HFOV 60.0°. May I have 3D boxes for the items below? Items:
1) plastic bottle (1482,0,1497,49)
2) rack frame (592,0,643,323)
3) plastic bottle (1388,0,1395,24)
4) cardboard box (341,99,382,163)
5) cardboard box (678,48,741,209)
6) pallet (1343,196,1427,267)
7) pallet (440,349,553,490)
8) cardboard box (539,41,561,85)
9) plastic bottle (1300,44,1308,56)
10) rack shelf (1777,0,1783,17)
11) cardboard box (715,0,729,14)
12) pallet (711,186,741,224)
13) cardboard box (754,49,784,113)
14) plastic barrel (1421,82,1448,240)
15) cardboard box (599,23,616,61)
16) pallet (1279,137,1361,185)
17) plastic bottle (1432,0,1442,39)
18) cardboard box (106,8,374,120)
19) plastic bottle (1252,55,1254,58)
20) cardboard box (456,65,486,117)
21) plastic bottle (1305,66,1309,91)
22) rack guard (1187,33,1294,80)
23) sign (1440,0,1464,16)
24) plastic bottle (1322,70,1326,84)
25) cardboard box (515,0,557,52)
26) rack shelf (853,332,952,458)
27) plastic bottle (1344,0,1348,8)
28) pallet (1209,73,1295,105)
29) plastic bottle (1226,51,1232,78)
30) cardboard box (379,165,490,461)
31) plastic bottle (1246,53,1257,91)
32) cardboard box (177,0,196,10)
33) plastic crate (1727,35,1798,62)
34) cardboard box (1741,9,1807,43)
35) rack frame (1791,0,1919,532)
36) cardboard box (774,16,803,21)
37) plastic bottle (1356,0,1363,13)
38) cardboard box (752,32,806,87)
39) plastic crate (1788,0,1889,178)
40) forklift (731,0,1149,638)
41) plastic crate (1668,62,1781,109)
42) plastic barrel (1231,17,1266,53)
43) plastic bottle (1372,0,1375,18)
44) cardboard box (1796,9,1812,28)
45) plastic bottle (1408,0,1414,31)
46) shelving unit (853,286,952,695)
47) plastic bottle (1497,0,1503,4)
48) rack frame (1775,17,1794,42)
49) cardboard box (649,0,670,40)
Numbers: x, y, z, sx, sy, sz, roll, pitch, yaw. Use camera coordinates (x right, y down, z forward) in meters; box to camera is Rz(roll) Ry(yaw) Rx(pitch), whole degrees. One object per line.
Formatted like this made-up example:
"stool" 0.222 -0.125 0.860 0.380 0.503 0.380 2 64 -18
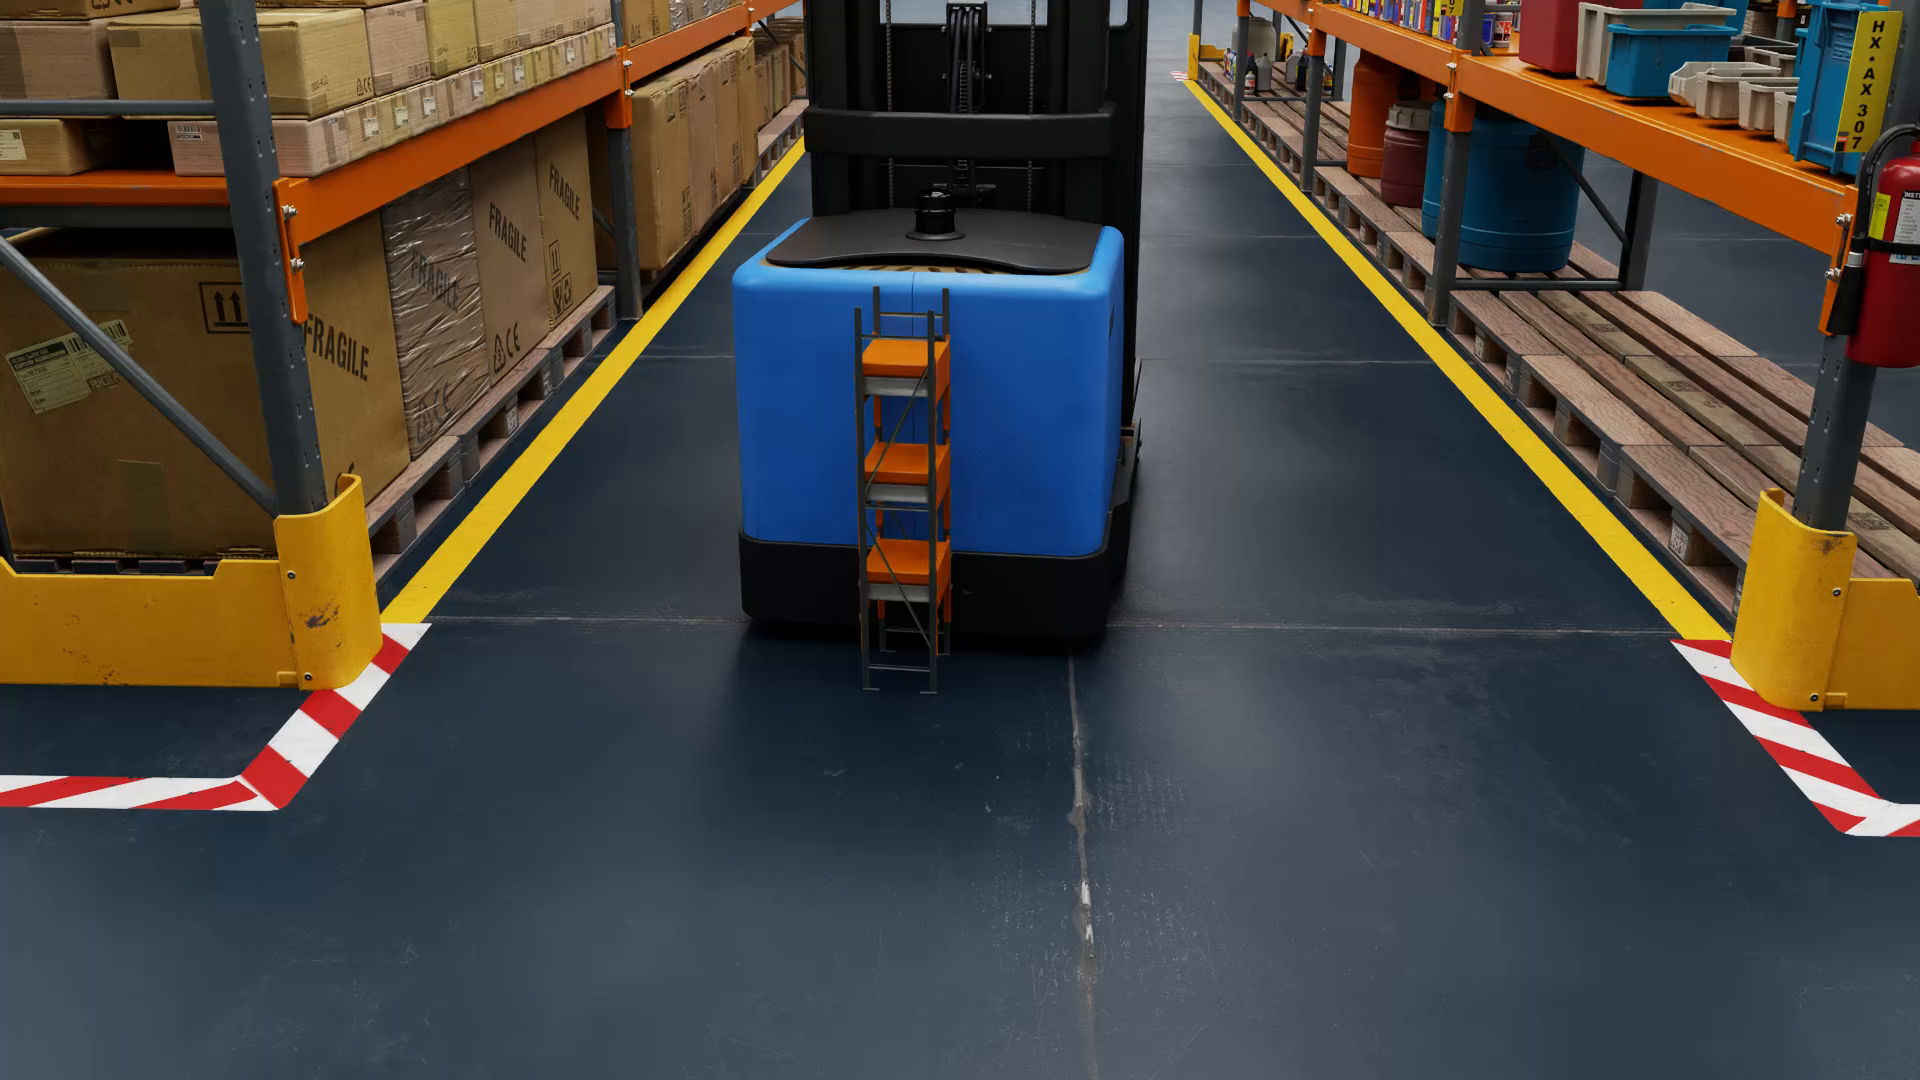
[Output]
"plastic bottle" 2.528 -2.549 8.122 0.152 0.276 0.135 1 21 2
"rack frame" -2.112 -2.515 7.864 1.000 3.000 0.127 1 21 2
"plastic bottle" 2.573 -3.172 9.625 0.144 0.351 0.185 1 21 2
"cardboard box" -1.887 -1.169 4.743 0.380 0.149 0.250 0 21 1
"cardboard box" -2.067 -2.595 10.427 1.225 0.875 0.875 1 21 2
"pallet" 2.938 -1.881 10.086 1.003 0.211 1.213 1 21 2
"pallet" -2.248 -0.499 6.522 1.003 0.211 1.213 1 21 2
"cardboard box" -1.825 -1.912 6.657 0.380 0.149 0.250 1 21 3
"plastic bottle" 3.546 -4.900 17.064 0.144 0.351 0.185 2 21 4
"rack shelf" 8.094 -5.685 17.028 1.077 0.370 4.000 1 21 2
"cardboard box" -1.779 -3.646 10.642 0.500 0.500 0.500 0 21 1
"pallet" -2.090 -2.377 11.363 1.003 0.211 1.213 1 21 2
"cardboard box" -1.942 -4.053 14.676 0.700 0.500 0.500 1 21 1
"plastic barrel" 2.894 -2.131 9.193 0.600 0.901 0.708 1 21 2
"cardboard box" -1.794 -2.284 7.616 0.380 0.149 0.250 1 21 2
"pallet" 3.023 -2.886 12.676 1.003 0.211 1.213 1 21 2
"plastic bottle" 2.540 -2.773 8.598 0.144 0.351 0.185 1 21 2
"cardboard box" -1.949 -1.308 4.549 0.500 0.250 0.500 0 21 0
"plastic bottle" 2.933 -4.722 16.699 0.061 0.283 0.133 1 21 2
"cardboard box" -1.856 -1.541 5.702 0.380 0.149 0.250 0 21 1
"plastic bottle" 3.406 -4.520 16.179 0.061 0.283 0.133 1 21 2
"rack guard" 3.249 -5.606 19.286 1.175 0.500 0.348 1 21 2
"sign" 2.289 -2.596 7.691 0.100 0.325 0.005 1 21 2
"plastic bottle" 3.536 -4.437 16.079 0.097 0.201 0.097 0 21 0
"cardboard box" -1.892 -2.049 6.460 0.500 0.250 0.500 1 21 3
"rack shelf" -0.145 -0.378 4.297 0.215 0.259 0.240 3 21 8
"plastic bottle" 2.593 -3.652 10.973 0.097 0.271 0.097 0 21 0
"pallet" 3.179 -4.738 17.447 1.003 0.211 1.213 1 21 2
"plastic bottle" 2.827 -4.956 17.320 0.097 0.271 0.097 0 21 0
"cardboard box" -2.266 -0.835 5.892 0.875 0.875 0.875 1 21 2
"plastic bottle" 2.814 -4.559 16.186 0.144 0.351 0.185 0 21 0
"cardboard box" -2.468 -1.499 5.042 0.500 0.250 0.500 0 21 1
"plastic crate" 3.073 -1.953 6.712 0.437 0.125 0.590 1 21 2
"cardboard box" 7.856 -4.911 16.224 0.500 0.500 0.500 1 21 2
"rack frame" 2.717 -1.014 3.996 1.000 3.000 0.127 1 21 2
"cardboard box" -1.783 -5.659 18.841 0.500 0.500 0.500 5 22 12
"plastic bottle" 2.560 -3.484 10.523 0.061 0.283 0.133 1 21 2
"cardboard box" -1.807 -4.789 16.600 0.500 0.500 0.500 8 22 19
"plastic crate" 2.541 -1.182 4.296 0.616 0.435 0.499 1 21 2
"forklift" 0.088 -1.589 5.573 1.130 2.935 3.031 3 21 8
"plastic crate" 2.559 -1.529 5.604 0.298 0.136 0.250 1 21 2
"plastic barrel" 3.260 -5.596 18.664 0.421 0.512 0.421 0 21 0
"plastic bottle" 2.565 -3.318 10.112 0.097 0.271 0.097 0 21 0
"cardboard box" 8.367 -4.906 16.210 0.500 0.500 0.500 1 21 2
"plastic bottle" 2.534 -2.919 9.180 0.097 0.201 0.097 0 21 0
"shelving unit" -0.145 -0.123 4.395 0.215 1.050 0.252 3 21 8
"plastic bottle" 3.190 -3.223 9.850 0.061 0.283 0.133 1 21 2
"rack frame" 8.033 -5.297 15.034 1.000 3.000 0.127 1 21 2
"cardboard box" -1.834 -2.907 8.736 0.500 0.500 0.500 1 21 2
